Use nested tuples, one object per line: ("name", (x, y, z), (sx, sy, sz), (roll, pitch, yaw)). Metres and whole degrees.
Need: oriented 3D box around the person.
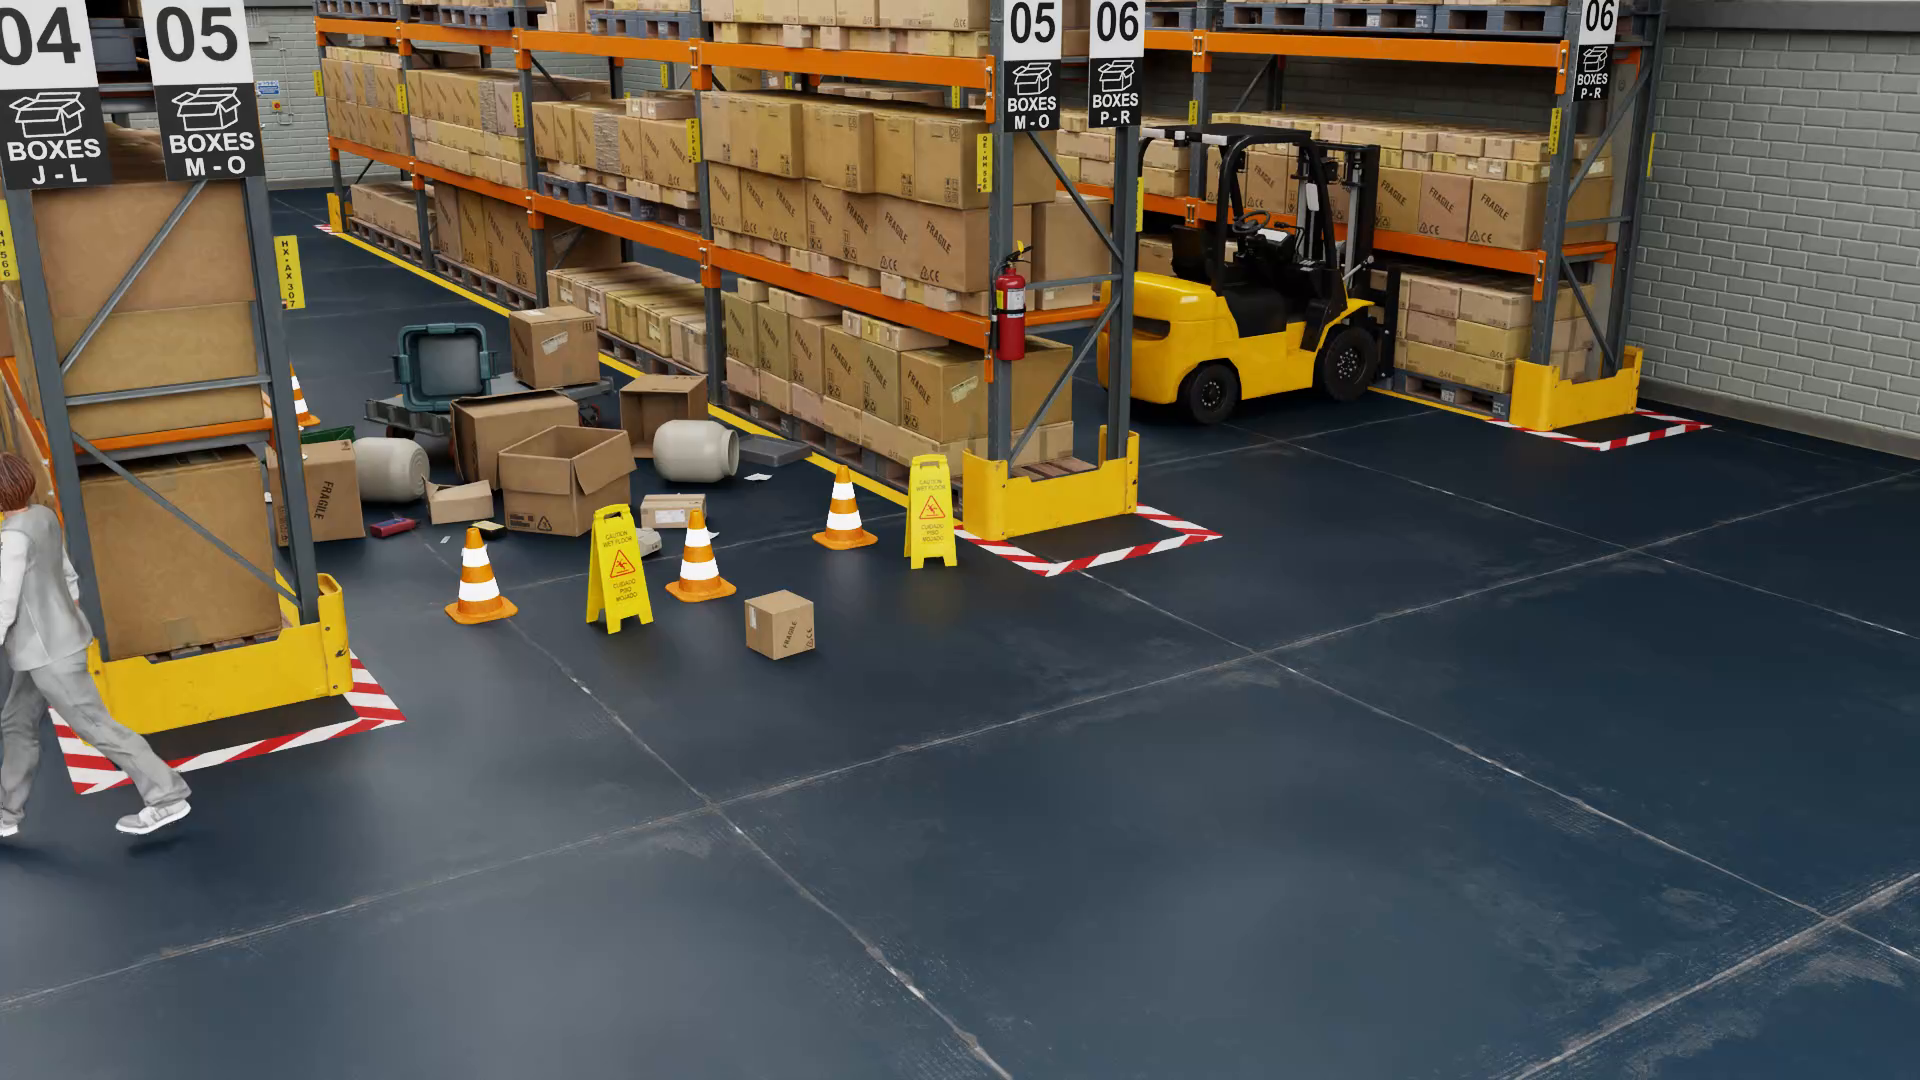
("person", (-3.492, 0.417, 6.279), (0.914, 1.539, 0.437), (-6, 19, -18))
